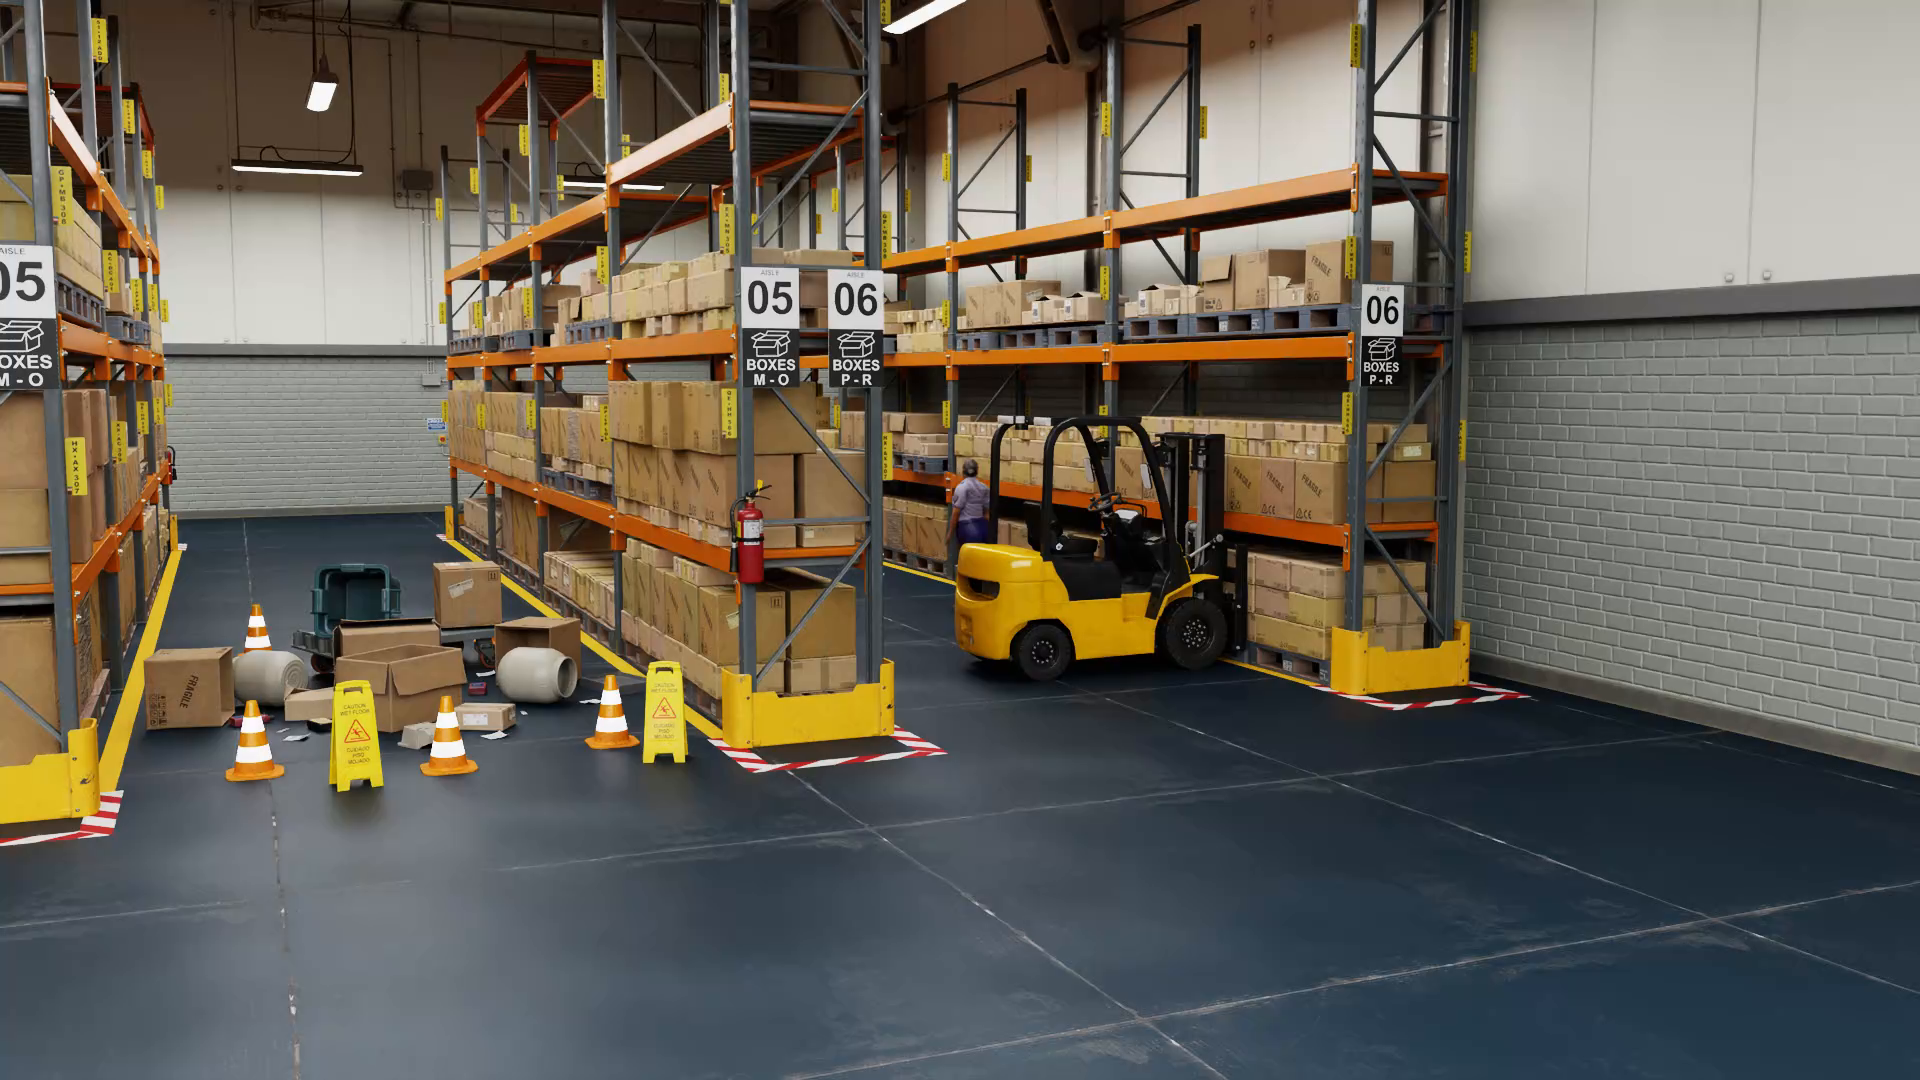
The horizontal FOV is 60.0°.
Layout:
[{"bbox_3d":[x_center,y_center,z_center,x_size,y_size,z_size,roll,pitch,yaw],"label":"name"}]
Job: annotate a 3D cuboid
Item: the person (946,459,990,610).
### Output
[{"bbox_3d":[0.149,-0.028,17.338,0.696,1.630,0.511,4,7,38],"label":"person"}]
